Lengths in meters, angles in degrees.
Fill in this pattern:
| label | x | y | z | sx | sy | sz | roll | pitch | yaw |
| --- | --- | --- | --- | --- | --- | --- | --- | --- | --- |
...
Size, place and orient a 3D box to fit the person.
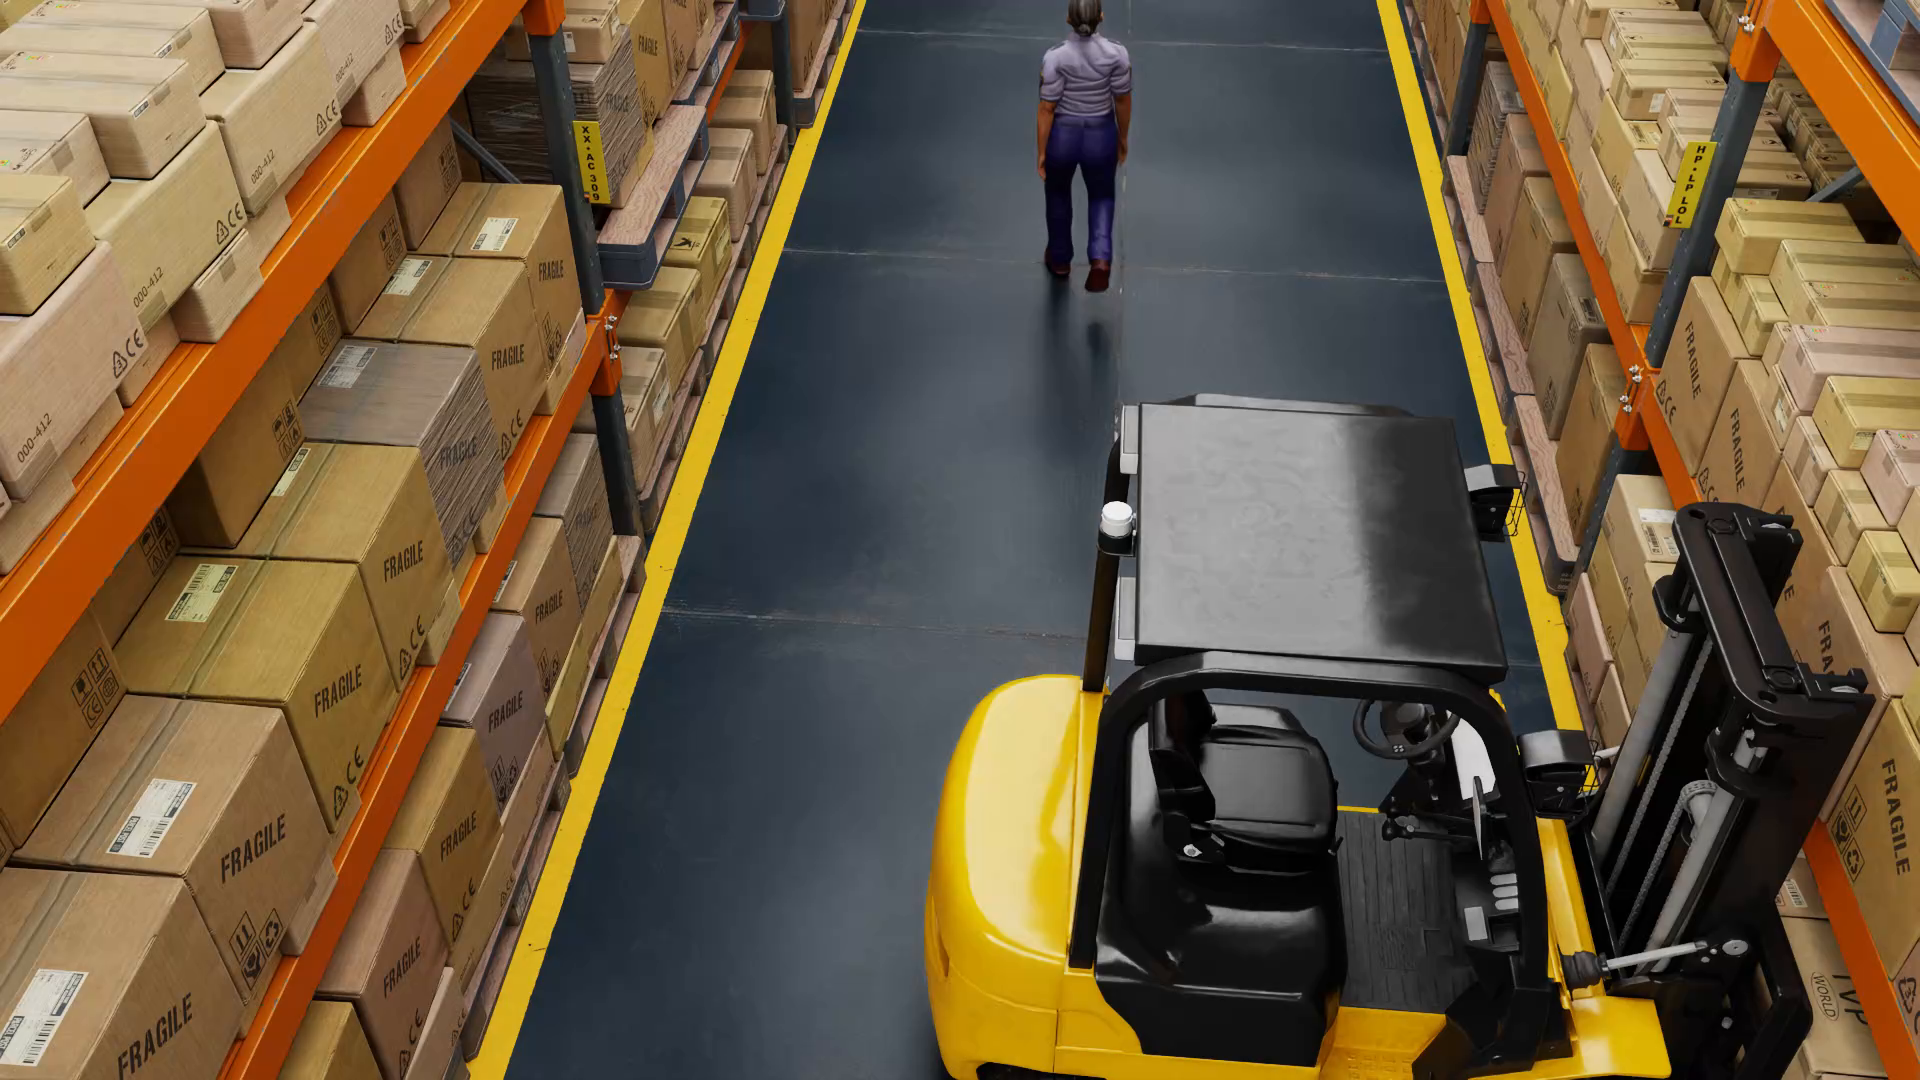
| label | x | y | z | sx | sy | sz | roll | pitch | yaw |
| --- | --- | --- | --- | --- | --- | --- | --- | --- | --- |
| person | 0.631 | -2.013 | 8.531 | 0.487 | 1.600 | 0.716 | -2 | 40 | -2 |
